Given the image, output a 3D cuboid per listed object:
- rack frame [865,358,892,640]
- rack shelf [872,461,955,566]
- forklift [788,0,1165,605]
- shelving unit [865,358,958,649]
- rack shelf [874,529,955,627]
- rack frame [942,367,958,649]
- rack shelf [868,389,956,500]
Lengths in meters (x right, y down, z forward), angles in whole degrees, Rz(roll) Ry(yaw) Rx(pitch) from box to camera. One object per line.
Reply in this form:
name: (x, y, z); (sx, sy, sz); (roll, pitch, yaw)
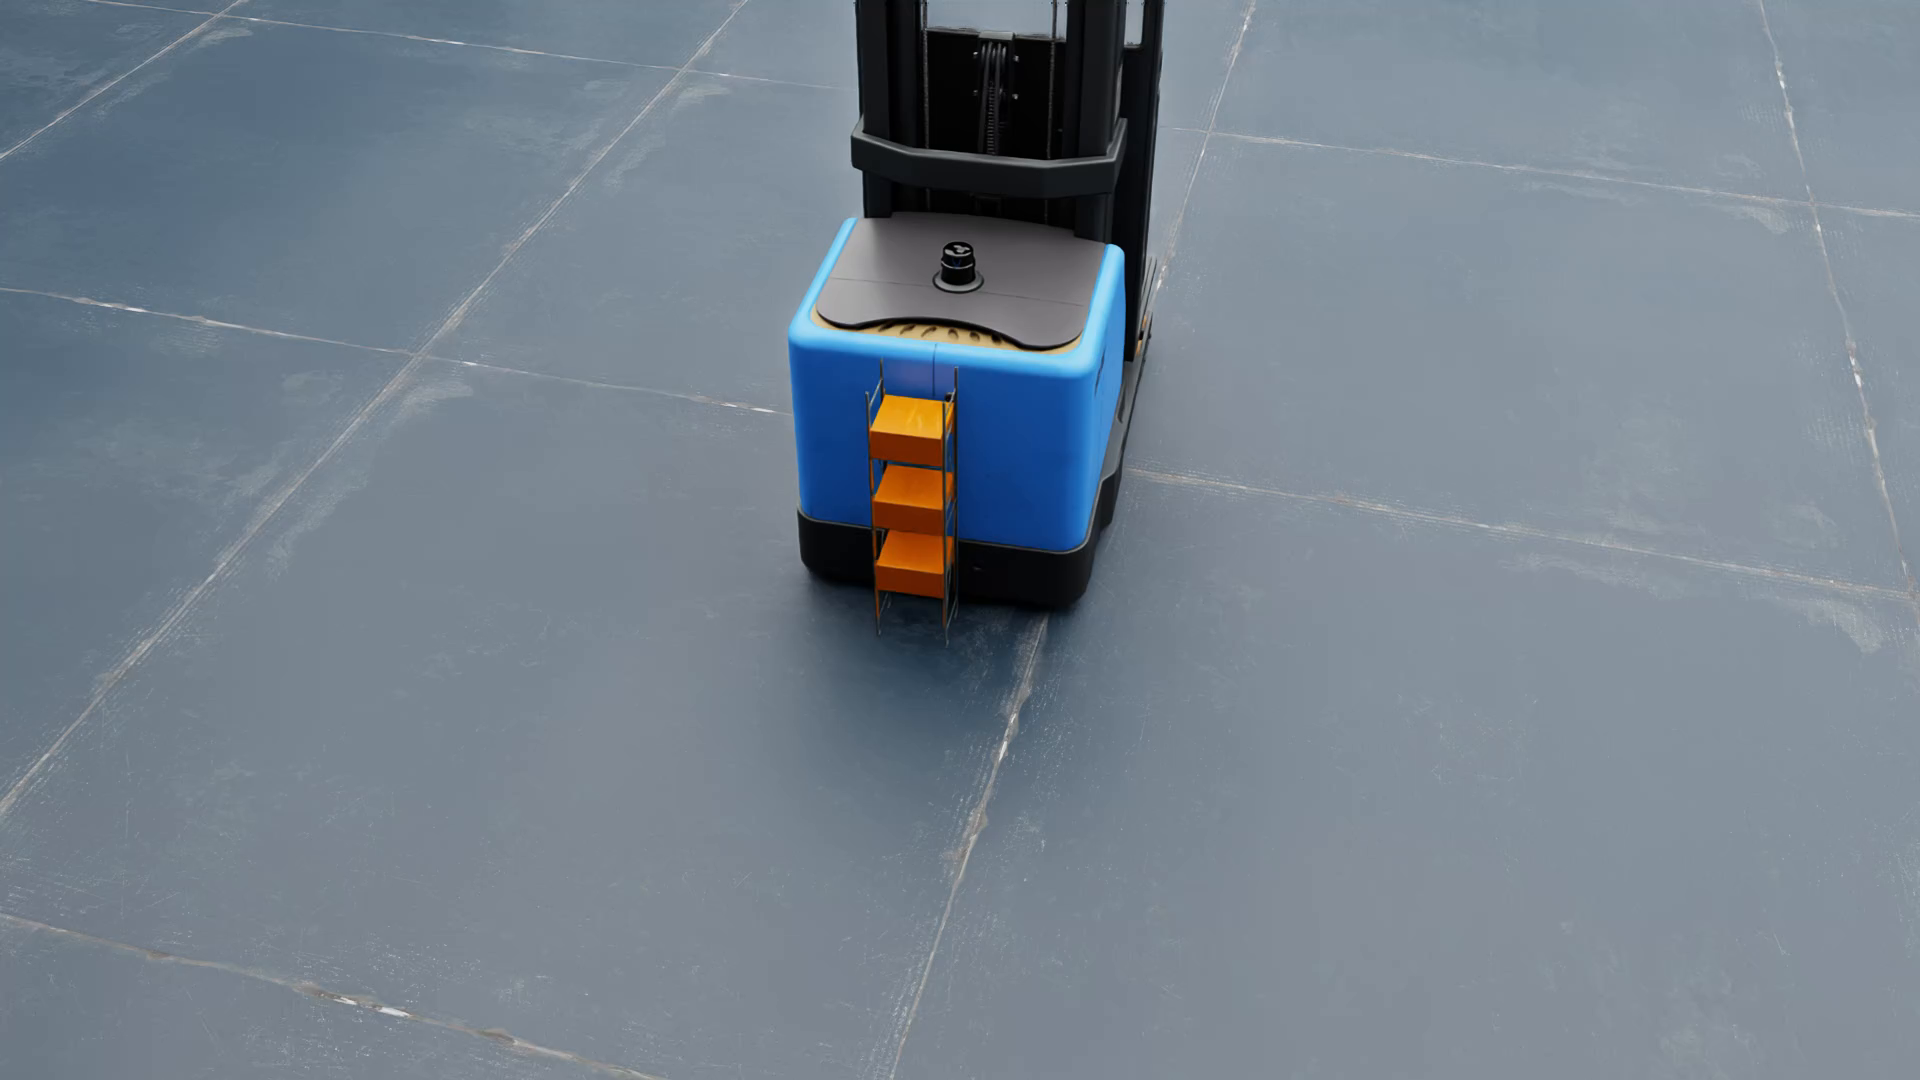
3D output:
rack frame: (-0.270, -0.115, 5.571); (0.008, 1.050, 0.200); (8, 41, 9)
rack shelf: (-0.150, -0.091, 5.559); (0.240, 0.259, 0.215); (8, 41, 9)
forklift: (0.221, -1.846, 6.169); (1.130, 2.935, 3.031); (8, 41, 9)
shelving unit: (-0.150, -0.099, 5.552); (0.252, 1.050, 0.215); (8, 41, 9)
rack shelf: (-0.150, 0.121, 5.738); (0.240, 0.259, 0.215); (8, 41, 9)
rack frame: (-0.031, -0.084, 5.533); (0.008, 1.050, 0.200); (8, 41, 9)
rack shelf: (-0.150, -0.309, 5.376); (0.240, 0.259, 0.215); (8, 41, 9)
